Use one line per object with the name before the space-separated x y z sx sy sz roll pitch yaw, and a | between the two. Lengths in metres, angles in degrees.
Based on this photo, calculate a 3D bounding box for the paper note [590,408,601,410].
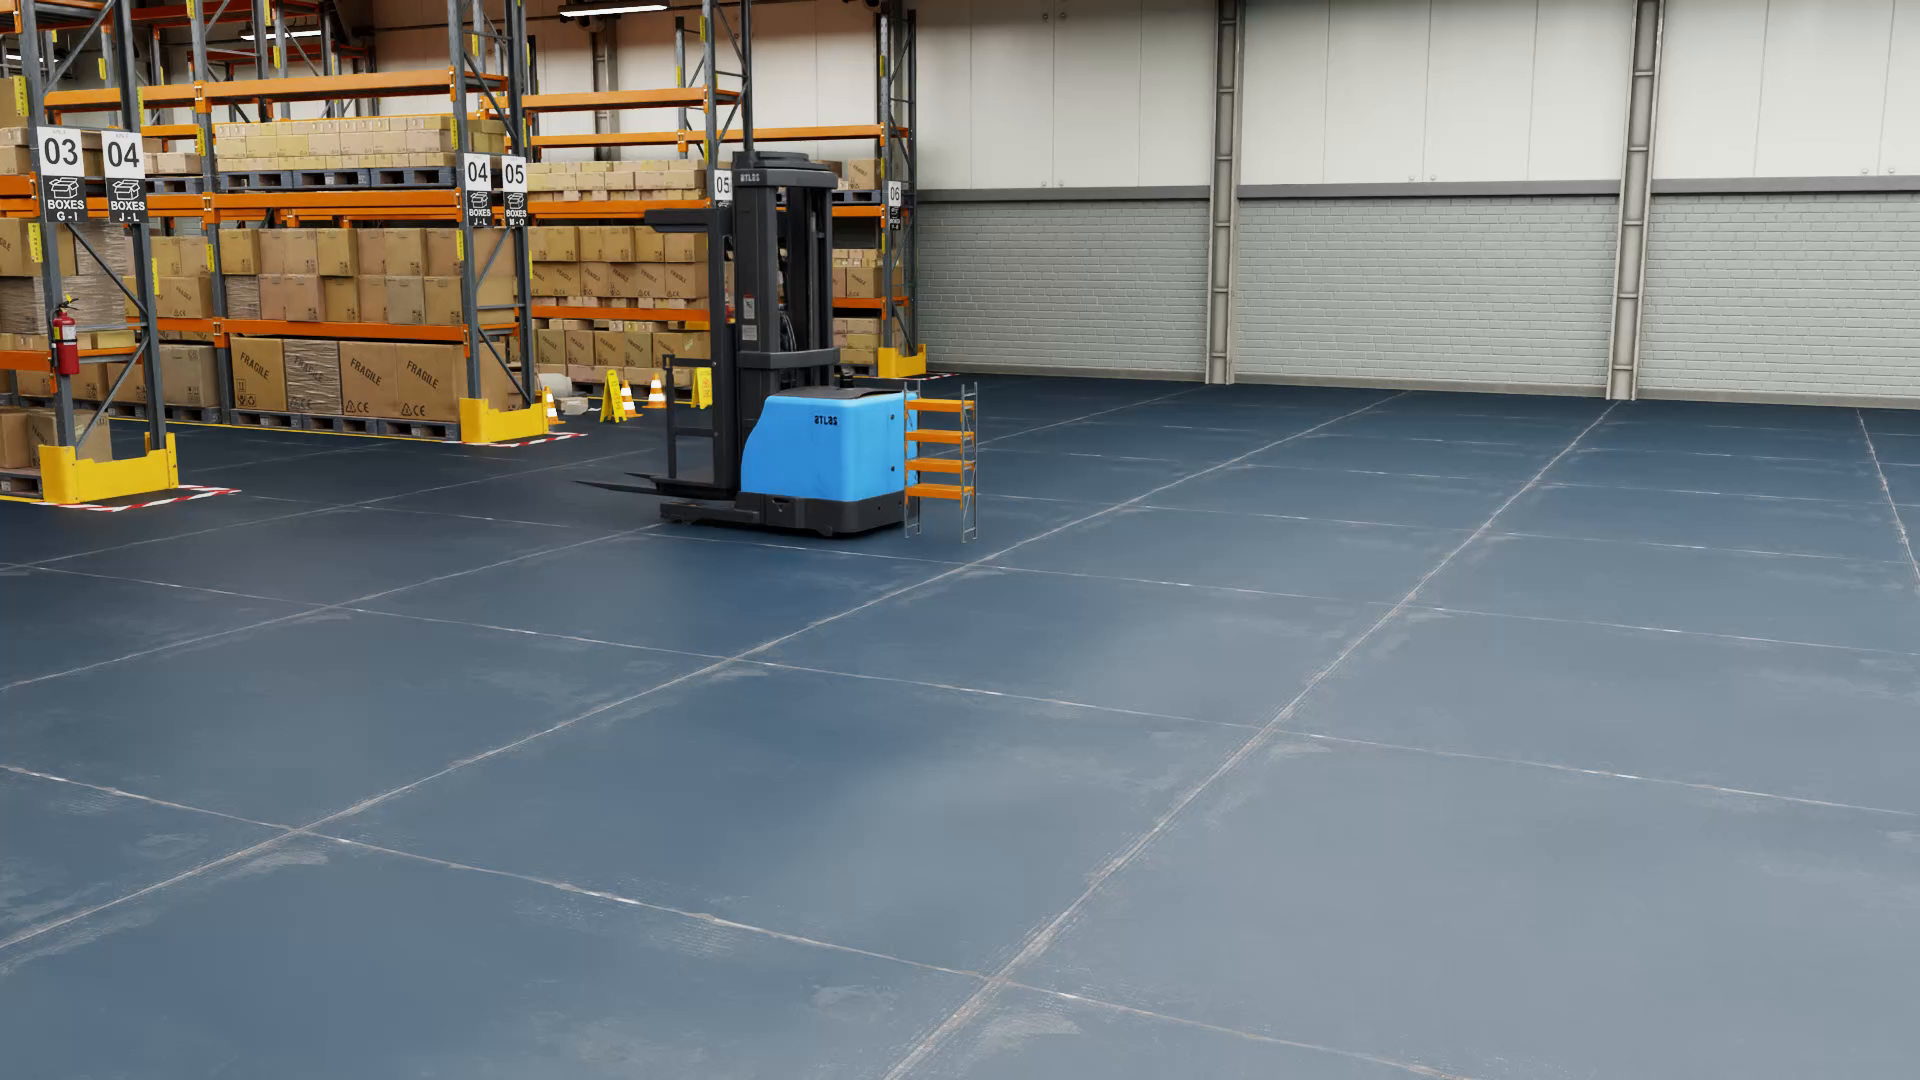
paper note | -4.920 -1.762 22.378 0.142 0.019 0.148 1 10 6

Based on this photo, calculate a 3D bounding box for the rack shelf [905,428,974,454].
rack shelf | -0.148 -0.757 12.668 0.480 0.148 0.258 5 11 26

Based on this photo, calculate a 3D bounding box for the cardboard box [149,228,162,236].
cardboard box | -14.121 -5.338 28.894 0.250 0.149 0.380 5 11 25

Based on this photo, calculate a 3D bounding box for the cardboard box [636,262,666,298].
cardboard box | -4.247 -3.701 23.639 0.500 0.500 0.500 5 11 26

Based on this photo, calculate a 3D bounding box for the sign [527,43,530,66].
sign | -6.522 -7.317 25.047 0.005 0.325 0.100 5 11 26

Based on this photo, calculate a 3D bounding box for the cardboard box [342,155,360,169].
cardboard box | -6.879 -4.348 19.155 0.250 0.149 0.380 5 11 26

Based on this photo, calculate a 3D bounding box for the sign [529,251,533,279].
sign | -5.040 -3.221 19.450 0.005 0.325 0.100 5 11 26

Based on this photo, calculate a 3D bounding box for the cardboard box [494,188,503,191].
cardboard box | -6.505 -5.251 24.487 0.500 0.250 0.500 5 11 25

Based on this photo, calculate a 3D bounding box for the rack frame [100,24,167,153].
rack frame | -13.953 -7.364 28.149 0.127 3.000 1.000 5 11 26

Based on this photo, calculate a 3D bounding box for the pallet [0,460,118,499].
pallet | -8.358 -0.587 15.380 1.213 0.211 1.003 5 11 26

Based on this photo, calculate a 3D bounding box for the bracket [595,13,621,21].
bracket | -6.390 -9.565 30.203 0.430 0.232 0.235 5 11 26

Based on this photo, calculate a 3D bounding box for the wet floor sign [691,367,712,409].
wet floor sign | -3.495 -2.122 22.642 0.267 0.644 0.232 -10 14 -43

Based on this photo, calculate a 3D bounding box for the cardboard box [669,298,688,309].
cardboard box | -3.898 -3.340 23.468 0.250 0.149 0.380 5 11 25

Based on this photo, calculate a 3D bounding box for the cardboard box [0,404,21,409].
cardboard box | -9.233 -1.006 15.705 0.500 0.500 0.500 6 12 31

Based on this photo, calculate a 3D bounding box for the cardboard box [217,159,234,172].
cardboard box | -8.702 -4.508 20.039 0.250 0.149 0.380 5 11 25

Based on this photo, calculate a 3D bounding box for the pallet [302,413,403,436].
pallet | -7.133 -1.442 20.107 1.213 0.211 1.003 5 11 26

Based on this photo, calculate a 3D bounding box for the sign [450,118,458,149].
sign | -5.544 -4.455 18.235 0.005 0.325 0.100 5 11 26

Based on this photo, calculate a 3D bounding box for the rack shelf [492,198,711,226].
rack shelf | -4.985 -4.746 24.127 4.000 0.370 1.077 5 11 26

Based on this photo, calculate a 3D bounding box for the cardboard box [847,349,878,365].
cardboard box | -1.560 -3.099 27.974 0.500 0.250 0.500 5 11 26

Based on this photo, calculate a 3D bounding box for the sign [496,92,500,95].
sign | -8.404 -8.253 30.216 0.005 0.325 0.100 5 11 26

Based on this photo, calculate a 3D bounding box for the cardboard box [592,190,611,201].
cardboard box | -5.033 -4.916 23.752 0.250 0.149 0.380 5 11 25

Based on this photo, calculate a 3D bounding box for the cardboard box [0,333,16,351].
cardboard box | -8.394 -1.781 14.851 0.250 0.149 0.380 5 11 26

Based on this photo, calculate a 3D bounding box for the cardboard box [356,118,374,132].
cardboard box | -6.653 -4.721 18.975 0.250 0.149 0.380 5 11 26

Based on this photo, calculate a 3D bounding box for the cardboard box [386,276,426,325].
cardboard box | -6.147 -2.803 19.375 0.550 0.550 0.875 5 11 26

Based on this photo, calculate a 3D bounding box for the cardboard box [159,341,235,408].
cardboard box | -9.475 -2.117 21.142 0.750 0.750 1.050 5 11 26

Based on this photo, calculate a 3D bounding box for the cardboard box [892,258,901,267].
cardboard box | -1.188 -4.696 28.151 0.250 0.149 0.380 5 11 24

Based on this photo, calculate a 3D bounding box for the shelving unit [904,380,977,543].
shelving unit | -0.148 -0.603 12.695 0.503 1.200 0.258 5 11 26

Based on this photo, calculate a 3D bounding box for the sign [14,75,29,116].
sign | -7.840 -3.708 13.887 0.005 0.325 0.100 5 11 26

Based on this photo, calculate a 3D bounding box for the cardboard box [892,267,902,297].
cardboard box | -1.320 -4.392 28.293 0.500 0.500 0.500 5 12 28

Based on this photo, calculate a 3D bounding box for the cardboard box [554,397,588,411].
cardboard box | -5.260 -1.844 22.501 0.380 0.149 0.250 -7 12 -33

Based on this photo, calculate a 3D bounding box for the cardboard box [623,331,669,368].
cardboard box | -4.495 -2.751 23.943 0.500 0.500 0.500 6 12 28

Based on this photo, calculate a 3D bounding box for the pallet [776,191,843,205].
pallet | -2.719 -5.847 28.442 1.213 0.211 1.003 5 11 26

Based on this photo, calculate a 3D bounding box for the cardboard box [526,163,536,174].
cardboard box | -6.162 -5.411 24.249 0.250 0.149 0.380 5 11 24

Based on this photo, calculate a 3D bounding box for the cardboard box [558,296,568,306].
cardboard box | -5.678 -3.513 24.423 0.250 0.149 0.380 5 11 26

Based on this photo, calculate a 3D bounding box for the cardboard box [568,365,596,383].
cardboard box | -5.409 -2.464 24.462 0.500 0.250 0.500 5 11 25

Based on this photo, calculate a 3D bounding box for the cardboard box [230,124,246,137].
cardboard box | -8.473 -4.880 19.858 0.250 0.149 0.380 5 11 25

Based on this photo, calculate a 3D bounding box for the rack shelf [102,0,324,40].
rack shelf | -12.160 -8.488 27.047 4.000 0.370 1.077 5 11 26

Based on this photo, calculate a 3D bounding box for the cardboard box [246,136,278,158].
cardboard box | -8.111 -4.664 19.783 0.500 0.250 0.500 5 11 25

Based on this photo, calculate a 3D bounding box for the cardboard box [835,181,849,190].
cardboard box | -1.876 -5.884 27.642 0.250 0.149 0.380 5 11 24

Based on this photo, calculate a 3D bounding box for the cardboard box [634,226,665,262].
cardboard box | -4.197 -4.200 23.591 0.500 0.500 0.700 5 11 26

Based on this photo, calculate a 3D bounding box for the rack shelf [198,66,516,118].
rack shelf | -7.085 -5.226 19.483 4.000 0.370 1.077 5 11 26

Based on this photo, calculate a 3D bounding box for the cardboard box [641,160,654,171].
cardboard box | -4.282 -5.262 23.427 0.250 0.149 0.380 5 11 26

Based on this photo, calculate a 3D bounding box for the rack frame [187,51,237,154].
rack frame | -15.347 -8.472 34.273 0.127 3.000 1.000 5 11 26

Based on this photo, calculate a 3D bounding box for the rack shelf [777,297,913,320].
rack shelf | -2.792 -4.063 28.776 4.000 0.370 1.077 5 11 26

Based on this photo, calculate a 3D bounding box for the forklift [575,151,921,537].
forklift | -1.843 -1.638 13.553 3.031 2.935 1.130 6 12 31

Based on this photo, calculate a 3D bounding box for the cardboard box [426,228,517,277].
cardboard box | -5.607 -3.308 19.133 0.550 0.550 0.875 5 11 26

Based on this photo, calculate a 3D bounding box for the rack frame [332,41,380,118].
rack frame | -11.760 -8.157 32.531 0.127 3.000 1.000 5 11 26

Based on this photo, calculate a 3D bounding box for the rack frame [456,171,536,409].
rack frame | -5.291 -2.668 19.047 0.127 3.000 1.000 5 11 26

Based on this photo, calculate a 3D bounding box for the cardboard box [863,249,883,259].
cardboard box | -1.413 -4.768 27.718 0.250 0.149 0.380 5 11 26

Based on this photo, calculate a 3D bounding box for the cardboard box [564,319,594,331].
cardboard box | -5.579 -3.153 24.344 0.250 0.149 0.380 6 12 29
